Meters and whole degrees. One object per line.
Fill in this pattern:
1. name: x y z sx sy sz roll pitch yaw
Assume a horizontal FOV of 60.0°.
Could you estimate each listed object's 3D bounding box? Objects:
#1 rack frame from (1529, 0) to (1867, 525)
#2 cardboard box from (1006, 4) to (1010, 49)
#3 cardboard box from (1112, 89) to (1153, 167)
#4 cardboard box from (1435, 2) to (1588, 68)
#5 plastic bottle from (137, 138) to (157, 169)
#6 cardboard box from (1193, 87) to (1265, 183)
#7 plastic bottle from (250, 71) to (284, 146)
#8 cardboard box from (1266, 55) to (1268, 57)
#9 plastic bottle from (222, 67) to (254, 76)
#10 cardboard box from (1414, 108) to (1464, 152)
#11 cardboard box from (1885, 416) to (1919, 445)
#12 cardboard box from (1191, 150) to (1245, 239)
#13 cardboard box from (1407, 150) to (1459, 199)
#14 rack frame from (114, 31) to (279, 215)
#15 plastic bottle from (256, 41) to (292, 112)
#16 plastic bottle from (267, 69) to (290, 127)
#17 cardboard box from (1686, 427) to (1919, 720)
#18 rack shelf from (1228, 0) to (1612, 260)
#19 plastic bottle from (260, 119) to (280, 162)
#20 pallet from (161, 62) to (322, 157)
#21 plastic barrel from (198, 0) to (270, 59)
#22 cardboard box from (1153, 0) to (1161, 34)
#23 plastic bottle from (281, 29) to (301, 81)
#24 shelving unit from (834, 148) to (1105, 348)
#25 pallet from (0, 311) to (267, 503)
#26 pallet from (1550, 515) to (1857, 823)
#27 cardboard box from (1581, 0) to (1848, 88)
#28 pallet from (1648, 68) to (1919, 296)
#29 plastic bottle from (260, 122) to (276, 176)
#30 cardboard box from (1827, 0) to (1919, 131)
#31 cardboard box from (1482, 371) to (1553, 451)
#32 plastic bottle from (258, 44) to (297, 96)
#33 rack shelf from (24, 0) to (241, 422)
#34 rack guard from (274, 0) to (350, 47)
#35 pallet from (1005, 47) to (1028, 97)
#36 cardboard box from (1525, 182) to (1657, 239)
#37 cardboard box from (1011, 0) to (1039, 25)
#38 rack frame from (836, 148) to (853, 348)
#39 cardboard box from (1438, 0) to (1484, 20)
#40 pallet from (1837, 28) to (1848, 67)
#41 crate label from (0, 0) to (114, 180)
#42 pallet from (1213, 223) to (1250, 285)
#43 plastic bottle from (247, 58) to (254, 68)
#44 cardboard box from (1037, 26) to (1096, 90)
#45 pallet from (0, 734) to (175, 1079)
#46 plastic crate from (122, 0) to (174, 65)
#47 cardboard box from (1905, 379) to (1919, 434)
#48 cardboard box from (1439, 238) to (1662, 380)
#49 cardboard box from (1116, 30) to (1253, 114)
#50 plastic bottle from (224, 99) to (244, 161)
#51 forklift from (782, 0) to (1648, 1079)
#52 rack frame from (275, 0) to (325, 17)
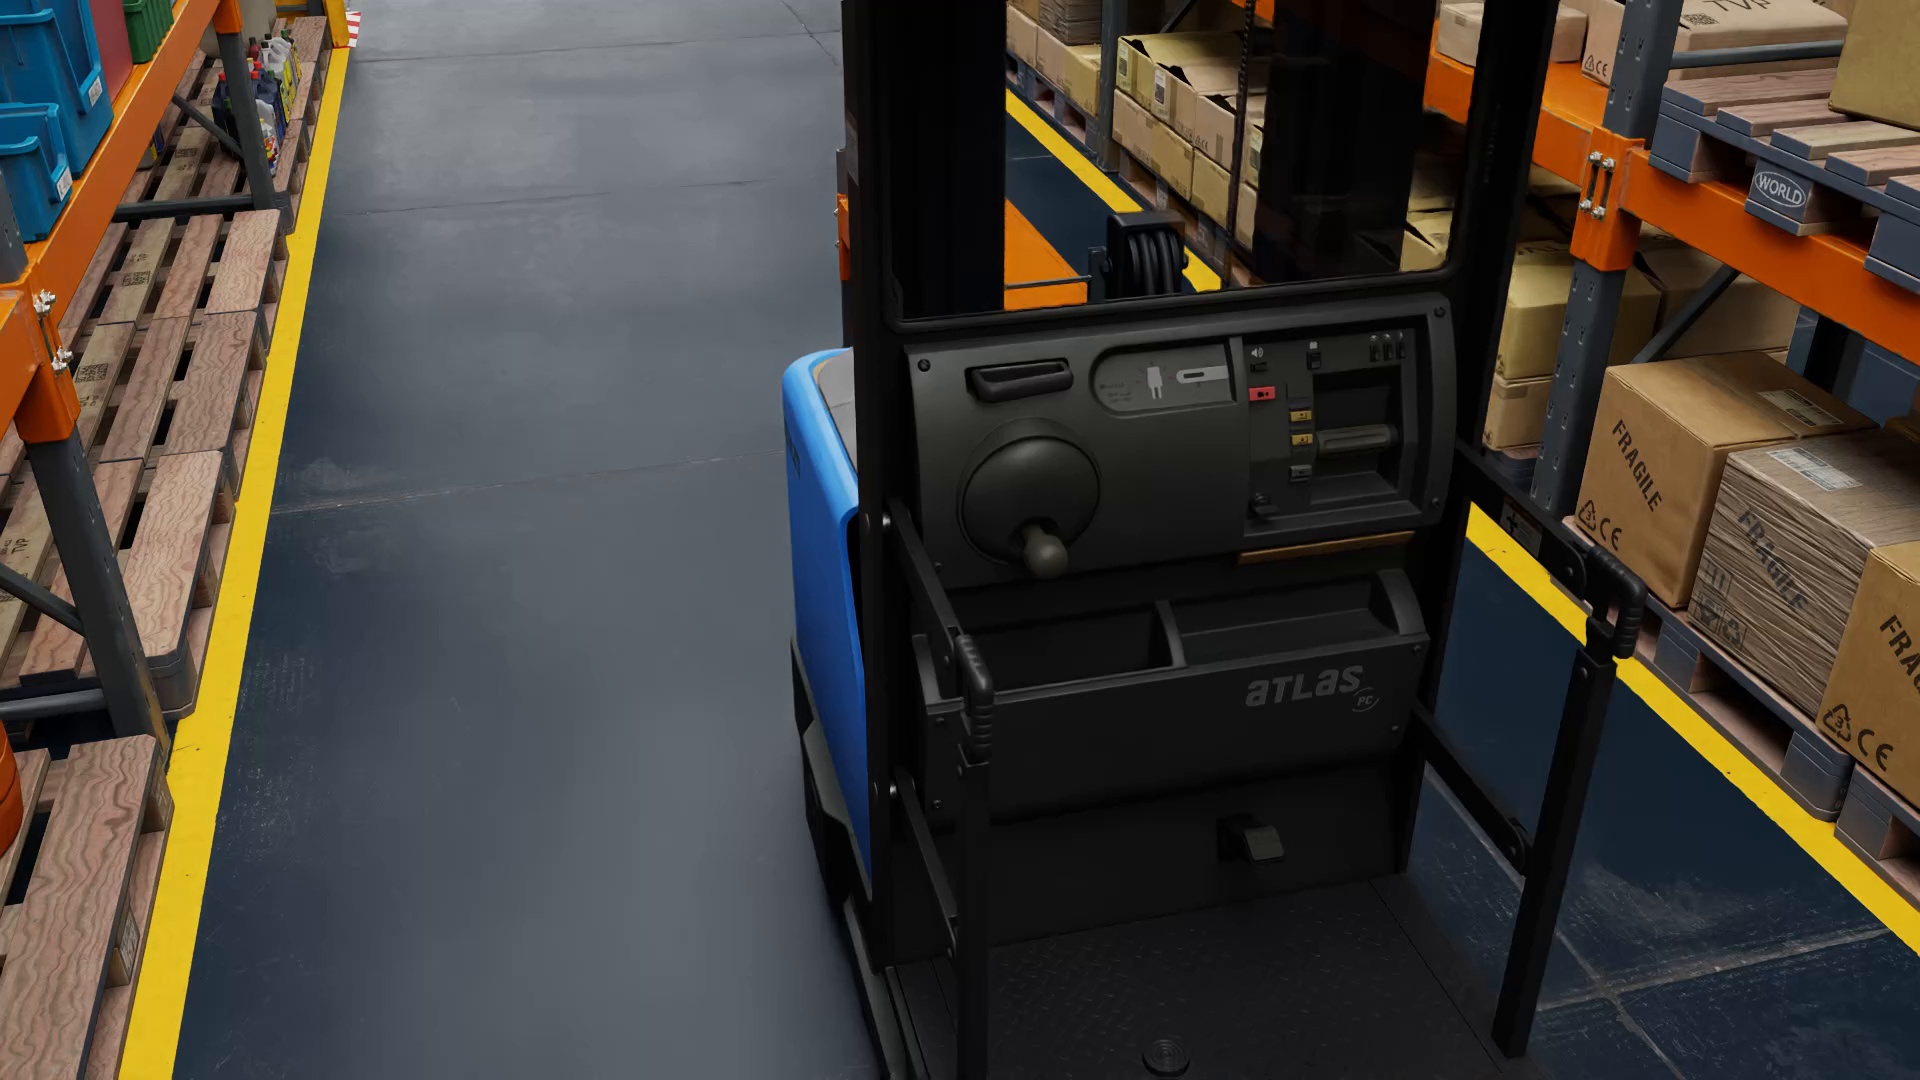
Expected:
1. rack frame: 2.259 -1.326 4.547 1.000 3.000 0.127 -8 31 -13
2. cardboard box: 0.460 -3.168 10.055 0.500 0.250 0.500 -8 31 -13
3. cardboard box: 1.066 -2.022 8.075 0.500 0.250 0.500 -9 31 -14
4. cardboard box: 1.754 -1.615 5.297 0.380 0.149 0.250 -8 31 -13
5. plastic bottle: -3.889 -1.937 7.808 0.144 0.351 0.185 -8 31 -13
6. cardboard box: 1.333 -1.768 7.075 0.500 0.311 0.500 -9 31 -15
7. plastic bottle: -3.393 -2.090 8.072 0.144 0.351 0.185 -7 31 -12
8. cardboard box: 1.726 -2.085 7.623 0.500 0.311 0.500 -7 31 -12
9. plastic bottle: -3.692 -2.323 8.548 0.152 0.276 0.135 -8 31 -13
10. cardboard box: 1.986 -1.600 6.786 0.500 0.311 0.500 -8 31 -14
11. cardboard box: 2.734 -0.014 4.336 0.500 0.500 0.500 -7 31 -11
12. cardboard box: 1.340 -1.525 7.216 0.500 0.250 0.500 -9 31 -15
13. cardboard box: 1.607 -1.275 6.225 0.500 0.311 0.500 -8 31 -14
14. rack frame: -3.579 -2.601 6.750 1.000 3.000 0.127 -8 31 -13
15. plastic bottle: -3.556 -2.387 8.584 0.144 0.351 0.185 -8 31 -14
16. plastic bottle: -3.447 -2.238 8.394 0.061 0.283 0.133 -6 31 -11
17. cardboard box: 2.249 0.075 4.182 0.500 0.500 0.500 -9 31 -15
18. rack shelf: 1.728 -1.981 6.396 1.077 0.370 4.000 -8 31 -13
19. plastic bottle: -3.295 -1.891 7.877 0.097 0.201 0.097 0 30 0
20. pallet: -4.045 -2.315 9.038 1.003 0.211 1.213 -8 31 -13
21. plastic barrel: -4.259 -3.088 9.656 0.421 0.512 0.421 0 30 0
22. cardboard box: 1.236 -3.080 9.155 0.500 0.500 0.500 -8 31 -13
23. plastic bottle: -3.682 -2.665 9.133 0.061 0.283 0.133 -7 31 -12
24. shelving unit: 0.002 -0.484 4.963 0.538 1.125 1.048 -8 31 -13
25. pallet: -3.006 -0.430 5.782 1.003 0.211 1.213 -8 31 -13
26. pallet: 2.421 0.246 4.614 1.003 0.211 1.213 -8 31 -13
27. cardboard box: 2.205 -1.469 4.883 0.500 0.311 0.500 -6 31 -10
28. pallet: 2.507 -0.925 4.045 1.213 0.211 1.003 -8 31 -13
29. plastic bottle: -3.241 -1.823 7.690 0.097 0.271 0.097 0 30 0
30. cardboard box: 2.535 -1.262 3.917 0.700 0.500 0.500 -19 35 -30
31. cardboard box: 1.884 -0.540 5.513 0.500 0.250 0.500 -7 31 -12
32. plastic bottle: -3.653 -2.524 8.896 0.152 0.276 0.135 -9 31 -15
33. rack shelf: -3.048 -1.324 5.261 1.077 0.370 4.000 -8 31 -13
34. rack guard: -4.575 -3.421 10.661 1.175 0.500 0.348 -8 31 -13
35. pallet: 0.699 -3.031 10.276 1.003 0.211 1.213 -8 31 -13
36. cardboard box: 2.256 -1.105 5.931 0.500 0.311 0.500 -9 31 -15
37. cardboard box: 0.606 -3.253 9.453 0.500 0.500 0.500 -8 31 -13
38. rack frame: -0.133 -0.729 5.387 0.500 1.125 0.032 -8 31 -13
39. cardboard box: 1.867 -1.826 5.661 0.380 0.149 0.250 -6 31 -10
40. pallet: 5.760 -3.031 10.277 1.003 0.211 1.213 -8 31 -13
41. crate label: -2.520 -1.200 4.294 0.502 0.435 0.616 -8 31 -13
42. pallet: 1.758 -1.110 6.957 1.003 0.211 1.213 -8 31 -13
43. plastic bottle: -3.769 -2.466 8.870 0.097 0.201 0.097 0 30 0
44. cardboard box: 0.741 -2.688 9.224 0.500 0.250 0.500 -8 31 -13
45. pallet: -2.268 0.913 3.462 1.003 0.211 1.213 -8 31 -13
46. plastic crate: -2.845 -1.706 5.415 0.450 0.188 0.662 -8 31 -13
47. cardboard box: 2.753 -0.312 4.102 0.500 0.250 0.500 -7 31 -11
48. cardboard box: 1.883 -0.781 5.371 0.500 0.311 0.500 -7 31 -12
49. cardboard box: 1.067 -2.260 7.926 0.500 0.311 0.500 -8 31 -13
50. plastic bottle: -3.456 -1.966 7.925 0.061 0.283 0.133 -8 31 -13
51. forklift: 0.431 -0.120 2.531 1.130 2.935 3.031 -7 31 -12
52. rack frame: -4.641 -4.533 10.088 1.000 3.000 0.127 -8 31 -13
